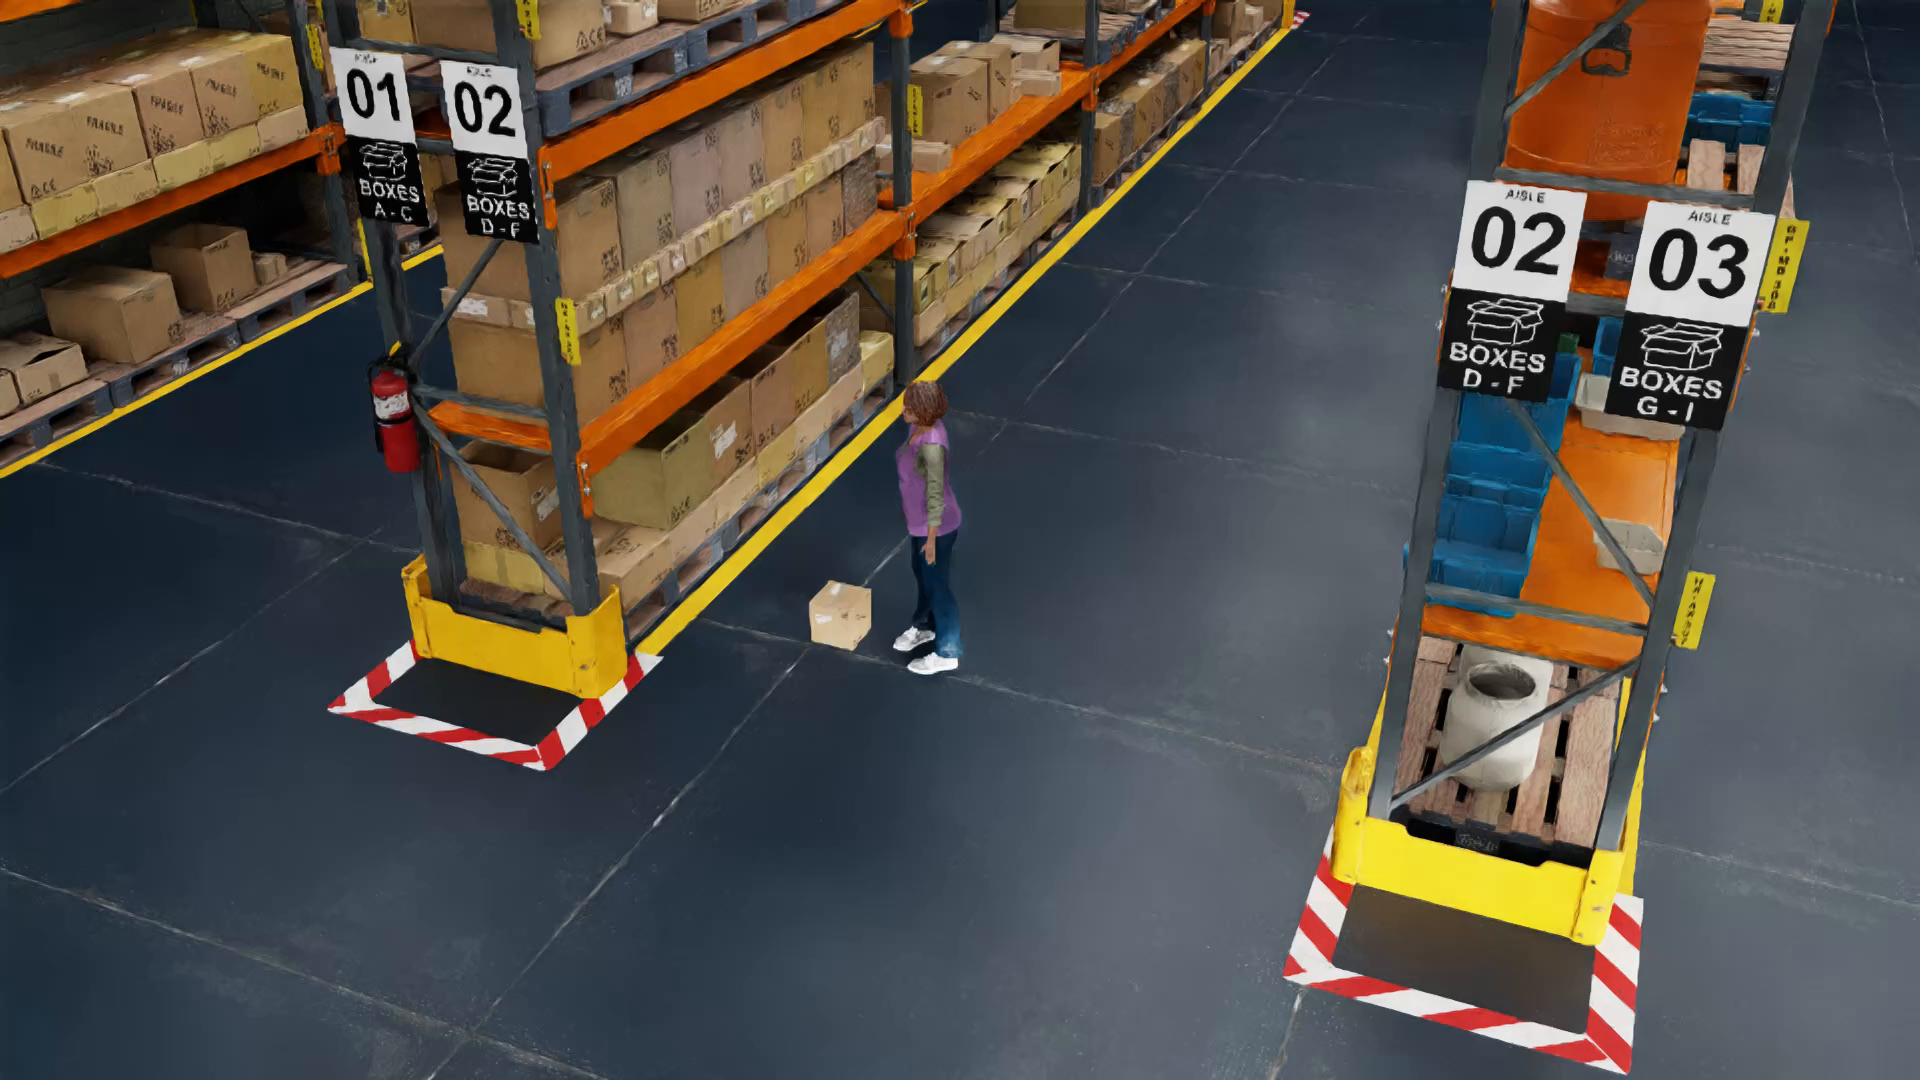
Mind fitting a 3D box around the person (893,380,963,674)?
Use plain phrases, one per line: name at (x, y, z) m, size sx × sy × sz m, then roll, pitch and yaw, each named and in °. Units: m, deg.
person at (-0.174, -0.078, 8.489) m, size 0.365 × 1.600 × 0.469 m, roll -3°, pitch 30°, yaw -5°
